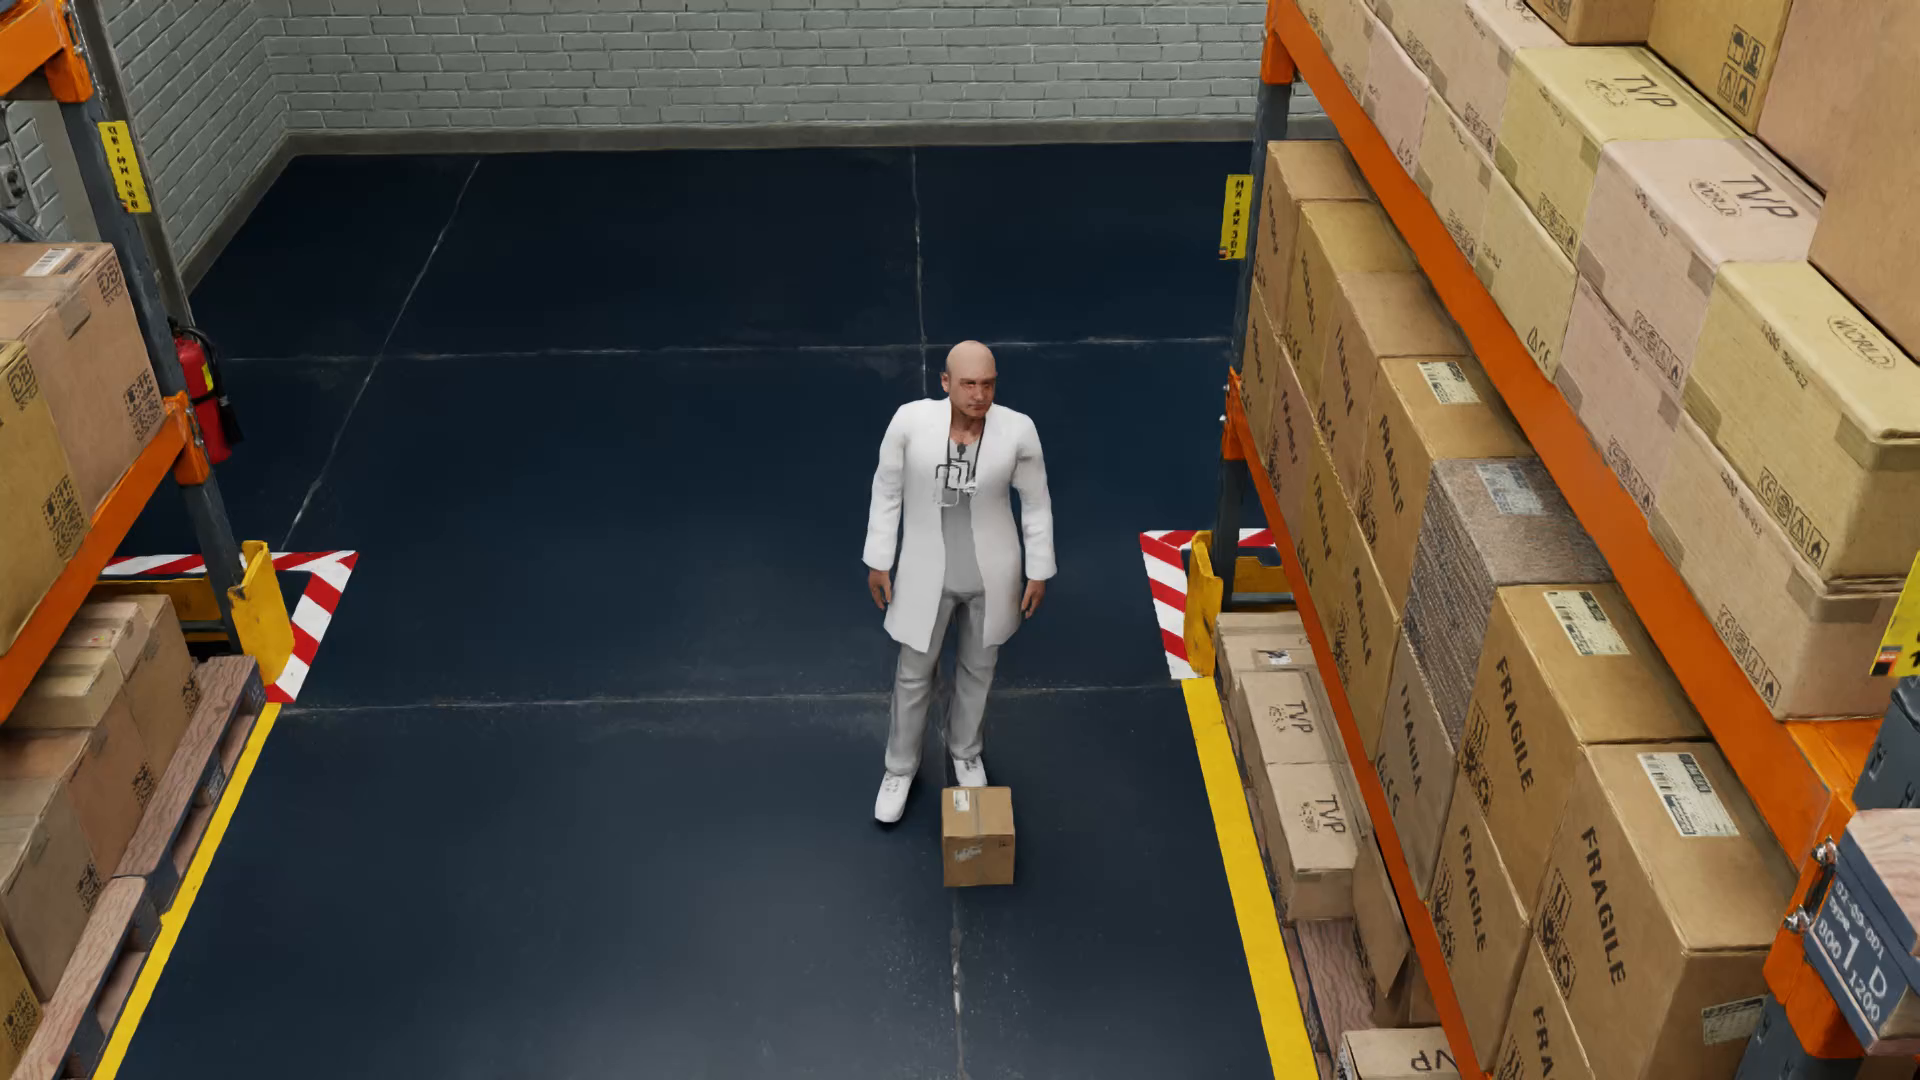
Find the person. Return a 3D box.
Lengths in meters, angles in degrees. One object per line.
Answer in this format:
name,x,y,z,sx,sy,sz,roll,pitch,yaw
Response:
person,0.000,0.171,5.895,0.694,1.776,0.582,-1,35,-1
